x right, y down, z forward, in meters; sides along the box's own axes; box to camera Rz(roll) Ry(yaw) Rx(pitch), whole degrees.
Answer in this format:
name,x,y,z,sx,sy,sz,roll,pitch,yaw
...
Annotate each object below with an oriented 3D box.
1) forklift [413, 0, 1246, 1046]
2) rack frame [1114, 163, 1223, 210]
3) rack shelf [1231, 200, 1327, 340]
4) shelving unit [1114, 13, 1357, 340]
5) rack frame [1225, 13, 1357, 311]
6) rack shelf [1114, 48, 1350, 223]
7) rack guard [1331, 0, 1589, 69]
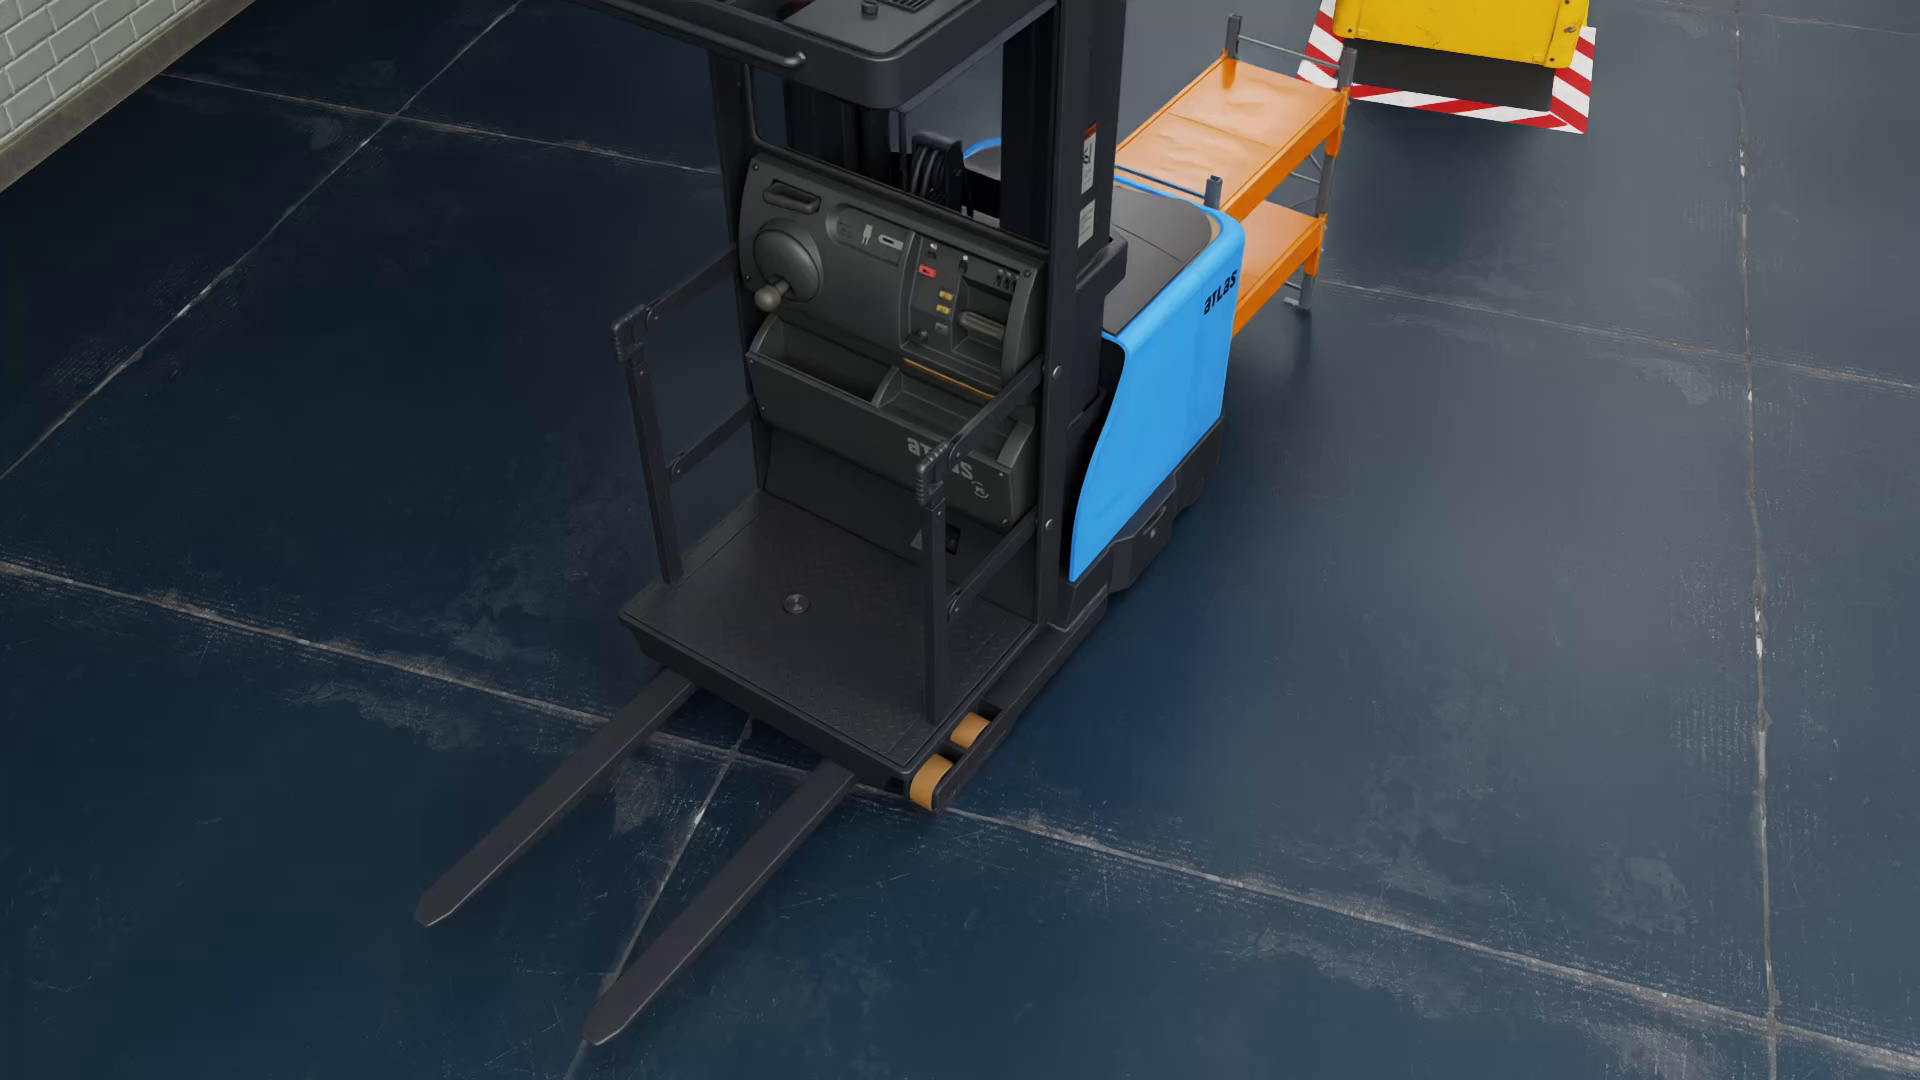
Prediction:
name,x,y,z,sx,sy,sz,roll,pitch,yaw
forklift,-0.326,-0.632,4.300,1.130,2.935,3.031,26,50,24
rack frame,0.628,-0.846,5.810,0.500,1.125,0.032,26,50,24
rack shelf,0.915,-0.965,6.281,0.538,0.278,1.000,26,50,24
shelving unit,0.915,-1.139,6.110,0.538,1.125,1.048,26,50,24
rack frame,1.202,-1.433,6.410,0.500,1.125,0.032,26,50,24
rack shelf,0.915,-1.349,5.905,0.538,0.278,1.000,26,50,24
rack guard,2.461,-2.700,8.152,1.175,0.500,0.348,13,46,13
